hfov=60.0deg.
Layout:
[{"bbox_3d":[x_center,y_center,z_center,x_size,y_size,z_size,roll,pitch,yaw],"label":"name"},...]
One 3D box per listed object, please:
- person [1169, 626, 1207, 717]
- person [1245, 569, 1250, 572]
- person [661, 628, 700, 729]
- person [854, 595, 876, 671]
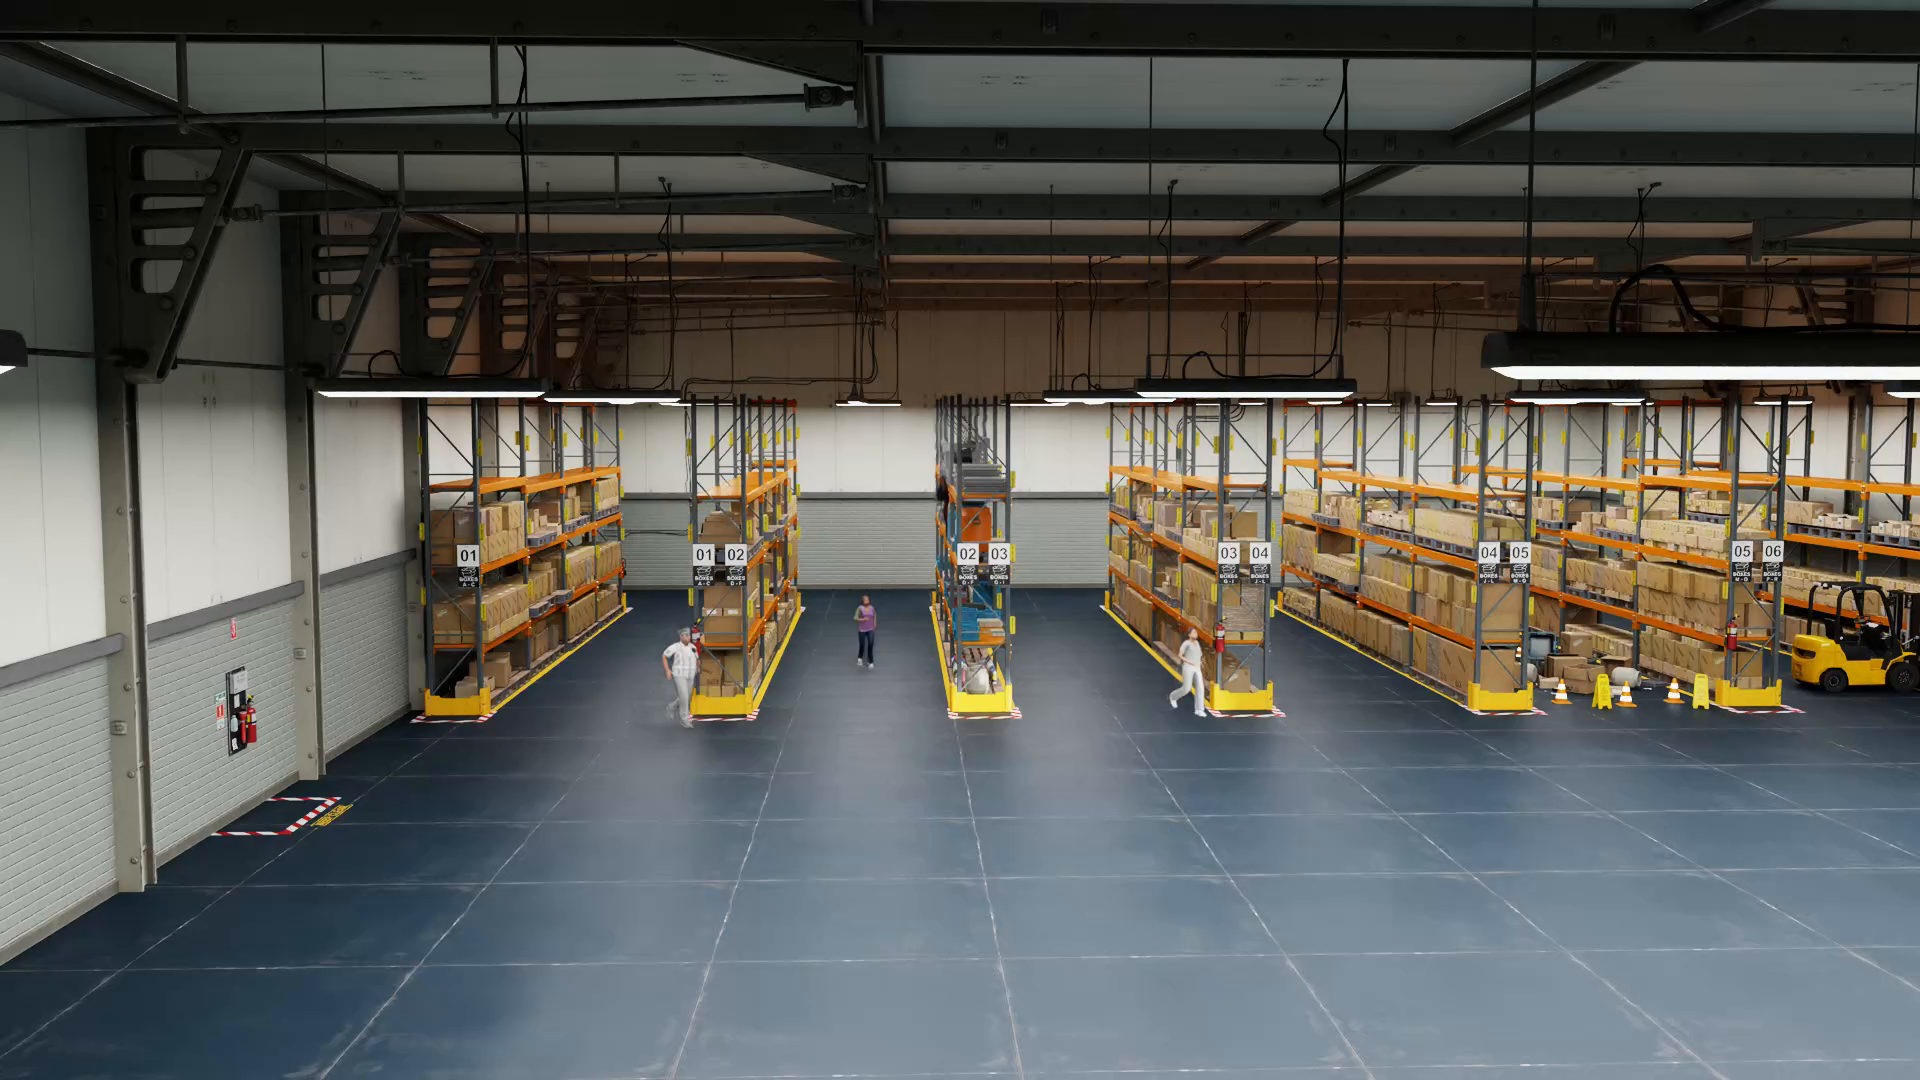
[{"bbox_3d":[4.334,2.441,31.153,0.599,1.657,0.959,-3,6,-36],"label":"person"},{"bbox_3d":[8.019,1.228,47.140,0.609,1.608,0.615,0,5,-5],"label":"person"},{"bbox_3d":[-5.000,2.479,30.190,0.846,1.770,0.701,4,6,44],"label":"person"},{"bbox_3d":[-2.086,2.024,36.666,0.557,1.631,0.778,-2,5,-19],"label":"person"}]
